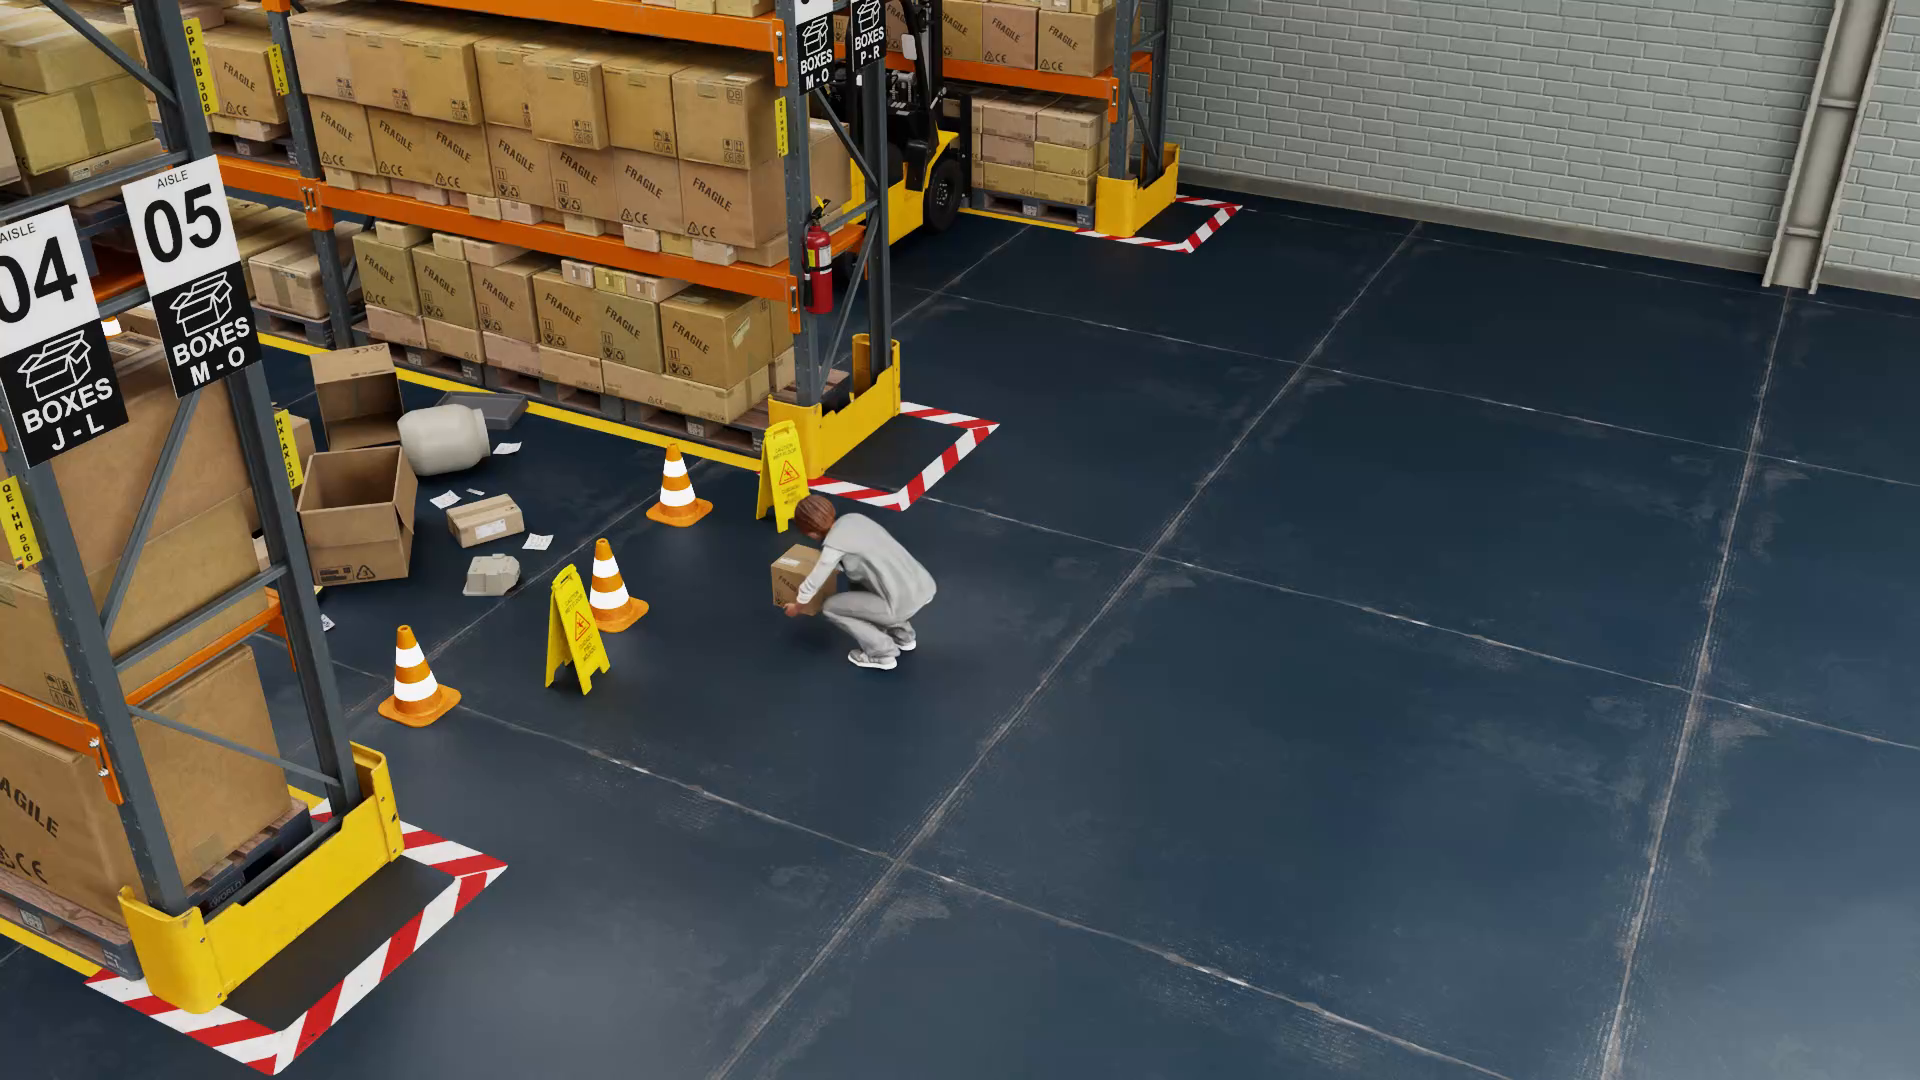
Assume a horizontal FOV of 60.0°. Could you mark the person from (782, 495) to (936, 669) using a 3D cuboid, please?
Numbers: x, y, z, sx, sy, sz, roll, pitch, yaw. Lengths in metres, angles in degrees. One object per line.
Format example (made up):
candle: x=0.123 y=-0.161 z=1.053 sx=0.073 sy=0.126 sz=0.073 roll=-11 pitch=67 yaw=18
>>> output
person: x=-0.526 y=0.201 z=8.653 sx=0.817 sy=0.888 sz=0.445 roll=15 pitch=33 yaw=23
